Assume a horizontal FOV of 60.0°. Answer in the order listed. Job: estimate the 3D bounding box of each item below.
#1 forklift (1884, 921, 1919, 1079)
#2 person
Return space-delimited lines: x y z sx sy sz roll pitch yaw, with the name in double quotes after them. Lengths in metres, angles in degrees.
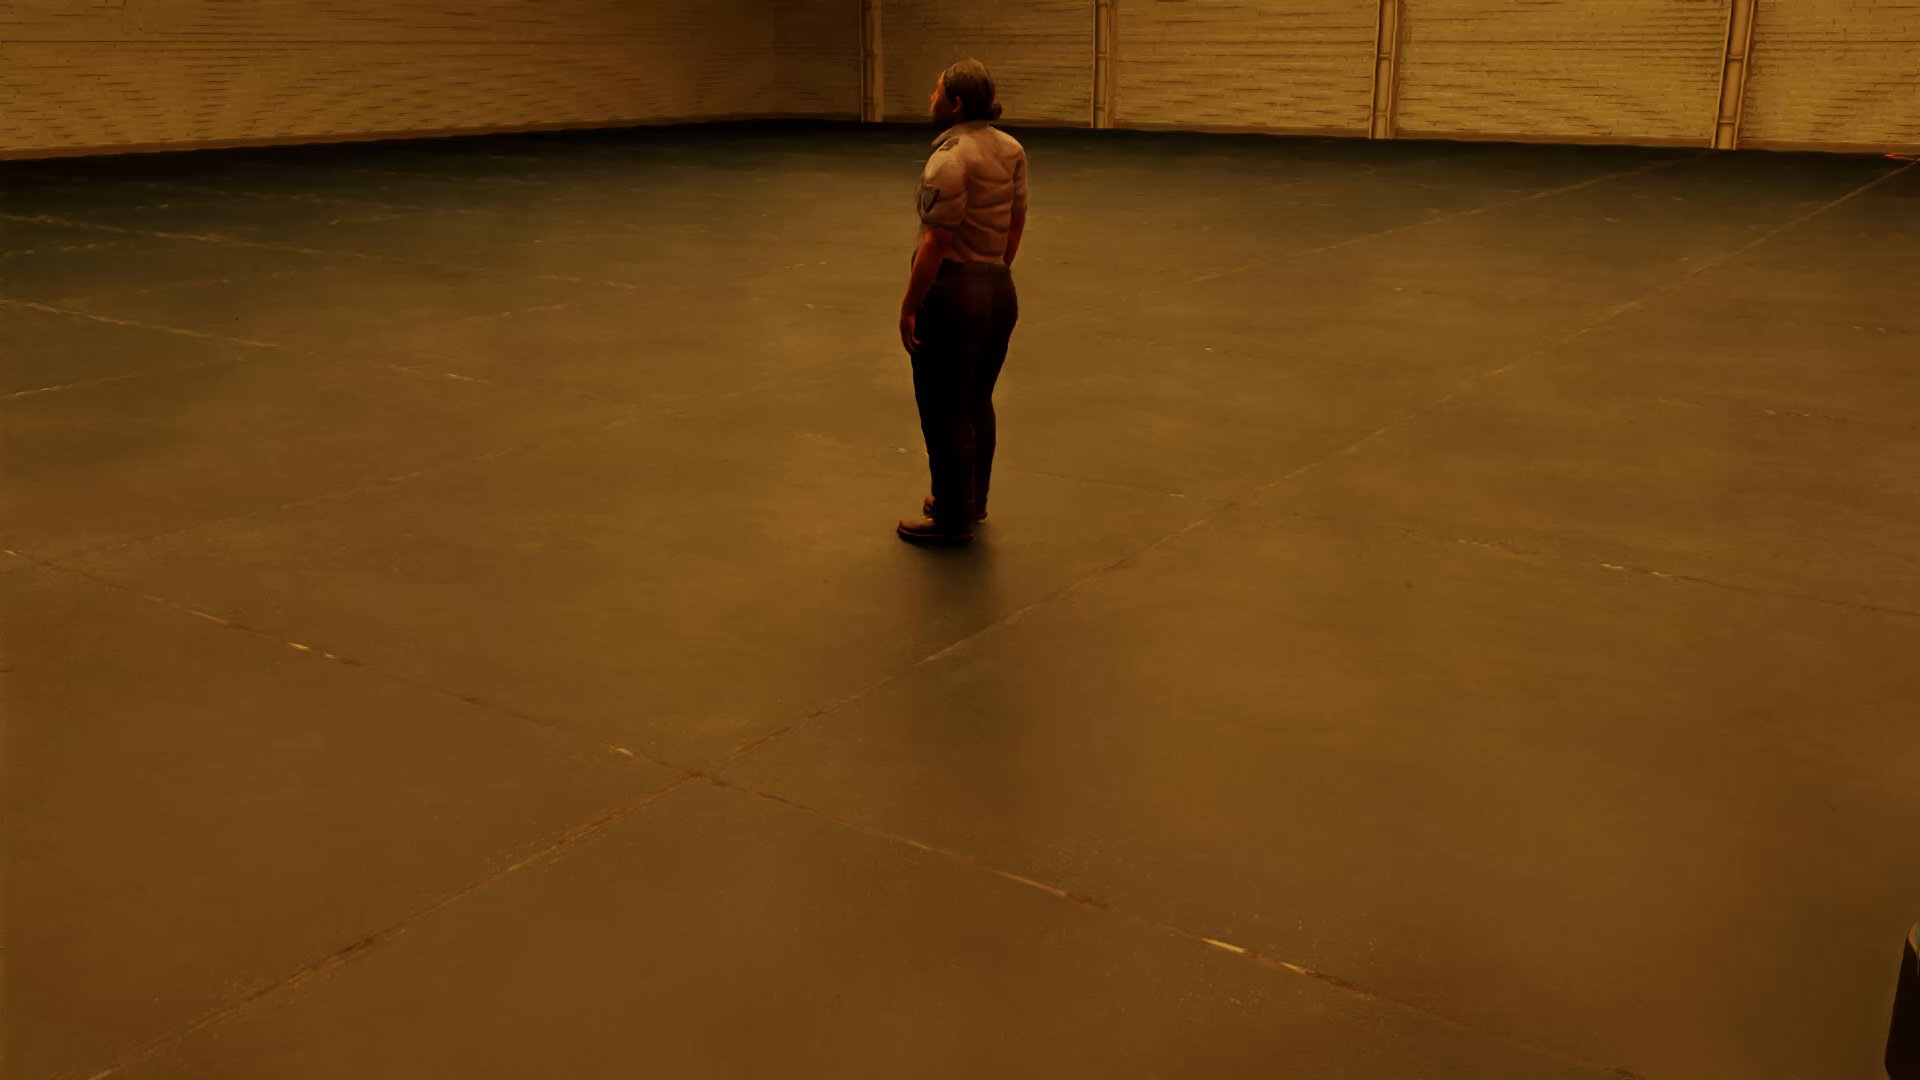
2.898 -0.232 1.608 3.031 2.935 1.130 4 17 14 "forklift"
-0.061 -0.816 5.777 0.502 1.650 0.599 11 20 33 "person"
